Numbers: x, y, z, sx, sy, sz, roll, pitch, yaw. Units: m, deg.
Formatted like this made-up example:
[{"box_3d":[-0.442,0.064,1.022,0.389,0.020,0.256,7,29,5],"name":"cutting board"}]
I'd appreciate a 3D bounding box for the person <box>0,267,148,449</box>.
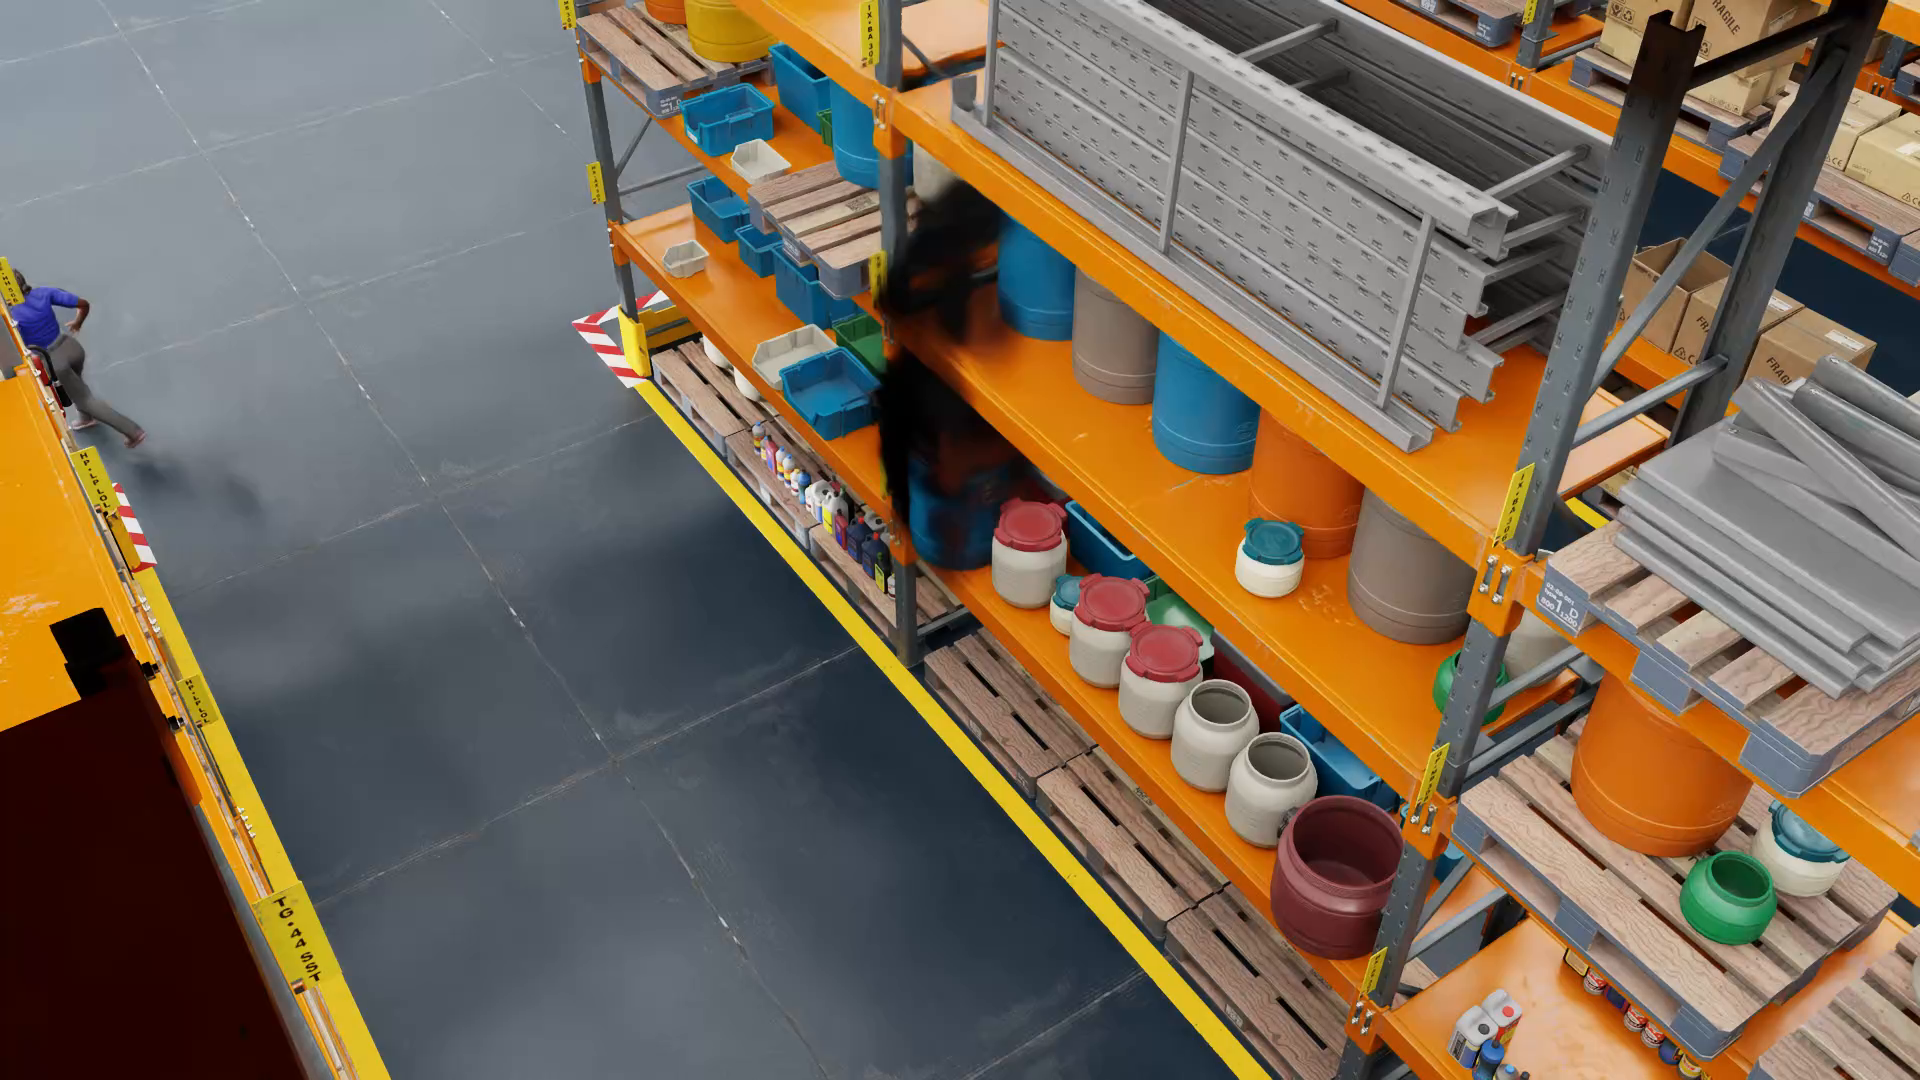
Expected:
[{"box_3d":[-6.467,-1.256,11.927,0.876,1.672,0.618,16,45,17],"name":"person"}]
